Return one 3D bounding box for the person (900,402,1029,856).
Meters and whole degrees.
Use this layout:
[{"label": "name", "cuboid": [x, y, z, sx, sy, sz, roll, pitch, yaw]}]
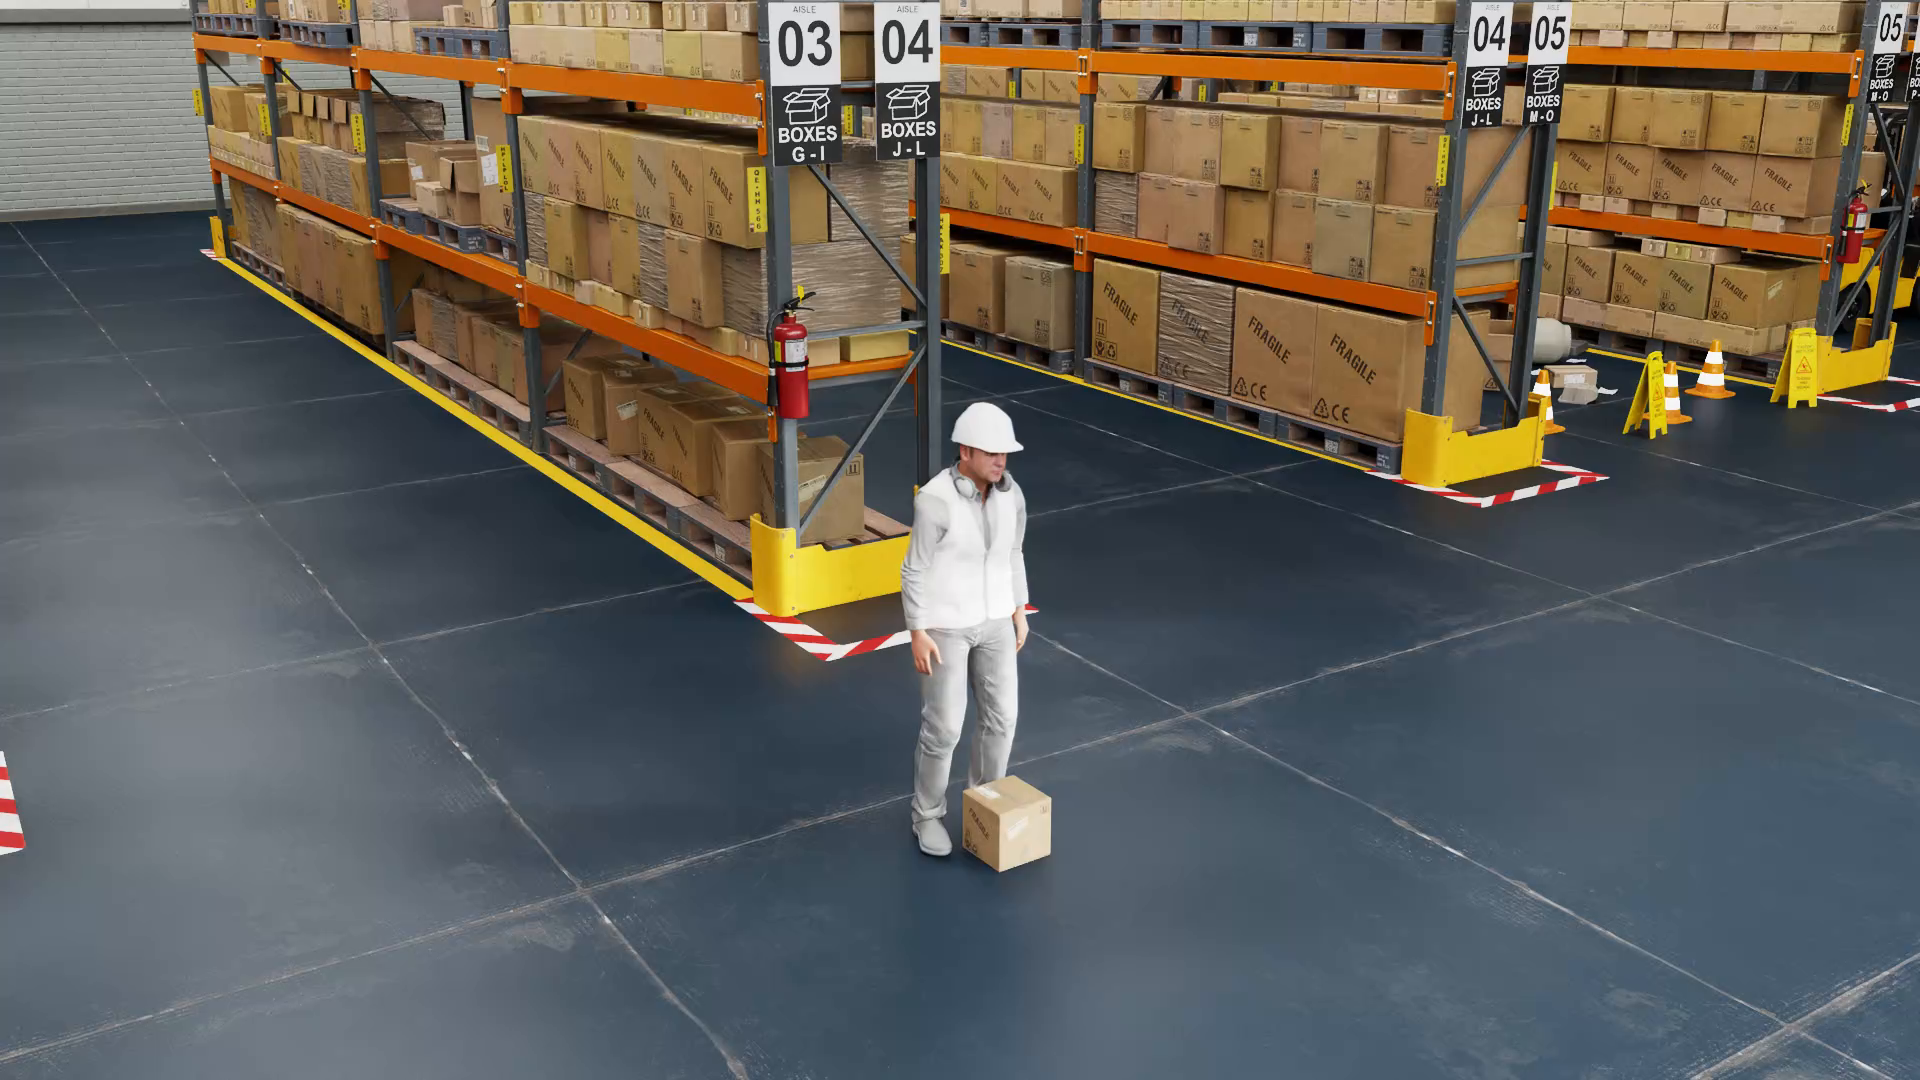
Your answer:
[{"label": "person", "cuboid": [0.038, 0.326, 6.513, 0.581, 1.766, 0.476, -13, 22, -34]}]
